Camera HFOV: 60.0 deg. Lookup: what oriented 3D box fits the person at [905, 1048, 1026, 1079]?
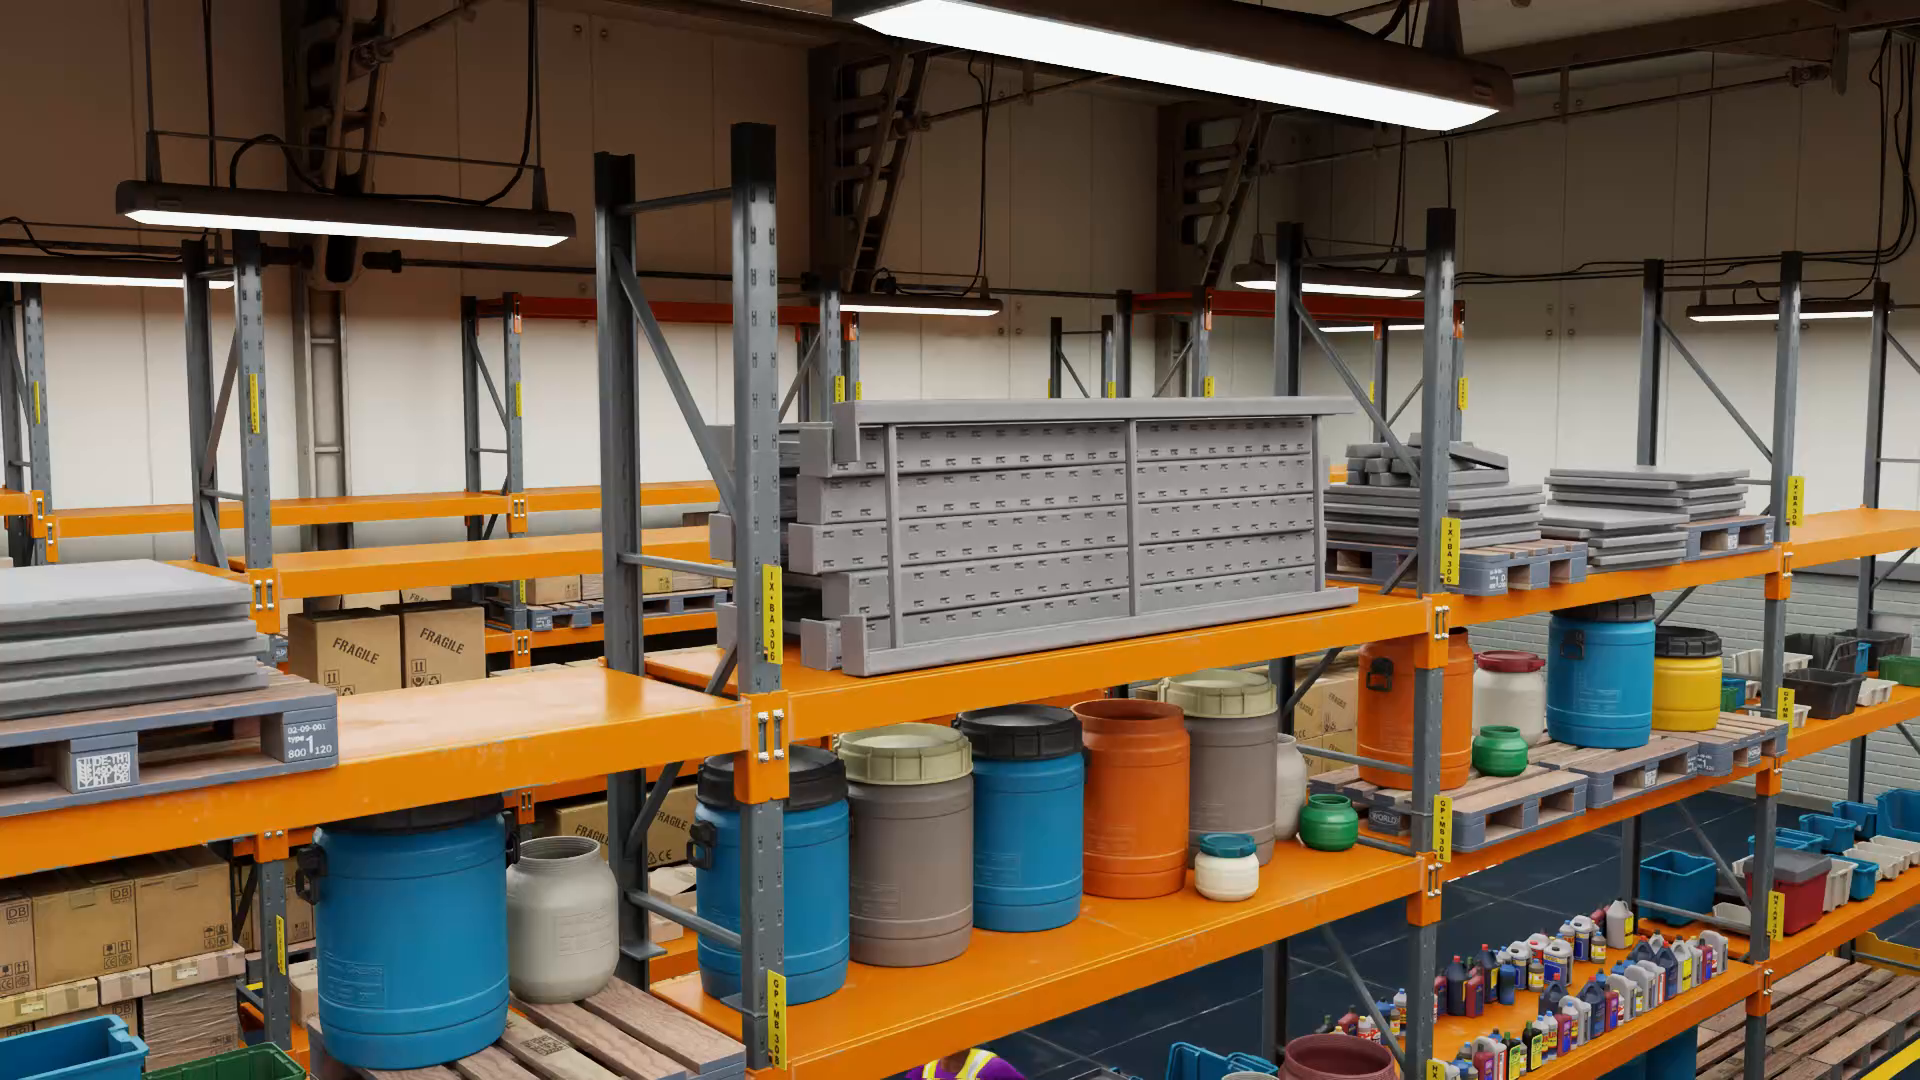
[{"bbox_3d":[-0.018,3.400,9.133,0.741,1.792,0.899,5,7,42],"label":"person"}]
